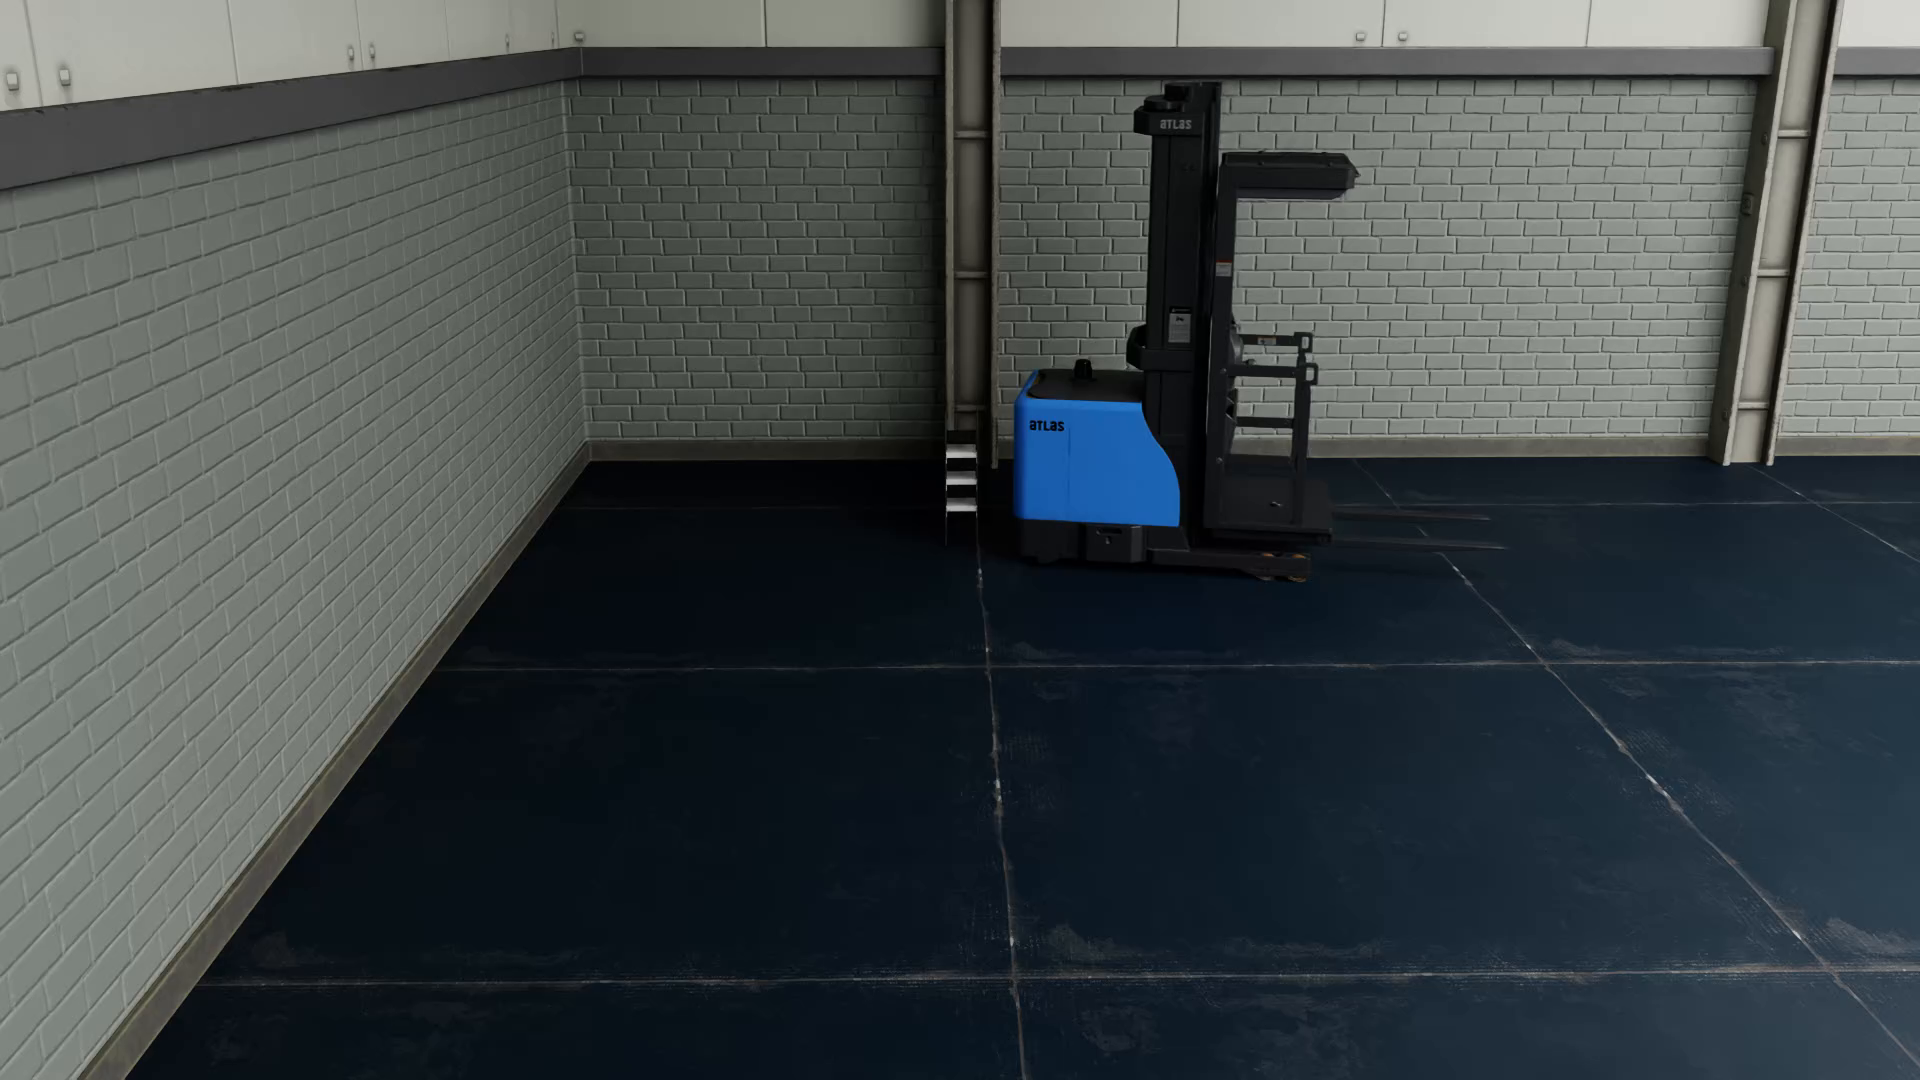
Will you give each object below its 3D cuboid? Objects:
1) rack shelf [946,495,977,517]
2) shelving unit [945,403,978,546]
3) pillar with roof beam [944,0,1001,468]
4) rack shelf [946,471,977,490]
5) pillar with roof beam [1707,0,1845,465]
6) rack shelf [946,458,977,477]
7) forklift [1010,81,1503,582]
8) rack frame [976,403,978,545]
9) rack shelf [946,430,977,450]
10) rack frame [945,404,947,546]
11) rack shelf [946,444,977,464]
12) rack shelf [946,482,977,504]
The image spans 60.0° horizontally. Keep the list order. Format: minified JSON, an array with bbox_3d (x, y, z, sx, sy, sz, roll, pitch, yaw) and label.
[{"bbox_3d":[0.008,-0.225,10.975,0.200,0.077,0.258,0,18,-1],"label":"rack shelf"},{"bbox_3d":[0.008,-0.429,10.910,0.210,0.900,0.258,0,18,-1],"label":"shelving unit"},{"bbox_3d":[0.156,-3.566,7.433,0.400,9.000,9.100,0,18,-1],"label":"pillar with roof beam"},{"bbox_3d":[0.008,-0.397,10.920,0.200,0.077,0.258,0,18,-1],"label":"rack shelf"},{"bbox_3d":[6.155,-3.595,7.523,0.400,9.000,9.100,0,18,-1],"label":"pillar with roof beam"},{"bbox_3d":[0.008,-0.482,10.893,0.200,0.077,0.258,0,18,-1],"label":"rack shelf"},{"bbox_3d":[1.886,-1.312,10.340,3.031,2.935,1.130,3,18,9],"label":"forklift"},{"bbox_3d":[0.110,-0.429,10.912,0.006,0.900,0.240,0,18,-1],"label":"rack frame"},{"bbox_3d":[0.008,-0.654,10.838,0.200,0.077,0.258,0,18,-1],"label":"rack shelf"},{"bbox_3d":[-0.094,-0.428,10.909,0.006,0.900,0.240,0,18,-1],"label":"rack frame"},{"bbox_3d":[0.008,-0.568,10.865,0.200,0.077,0.258,0,18,-1],"label":"rack shelf"},{"bbox_3d":[0.008,-0.311,10.948,0.200,0.077,0.258,0,18,-1],"label":"rack shelf"}]
